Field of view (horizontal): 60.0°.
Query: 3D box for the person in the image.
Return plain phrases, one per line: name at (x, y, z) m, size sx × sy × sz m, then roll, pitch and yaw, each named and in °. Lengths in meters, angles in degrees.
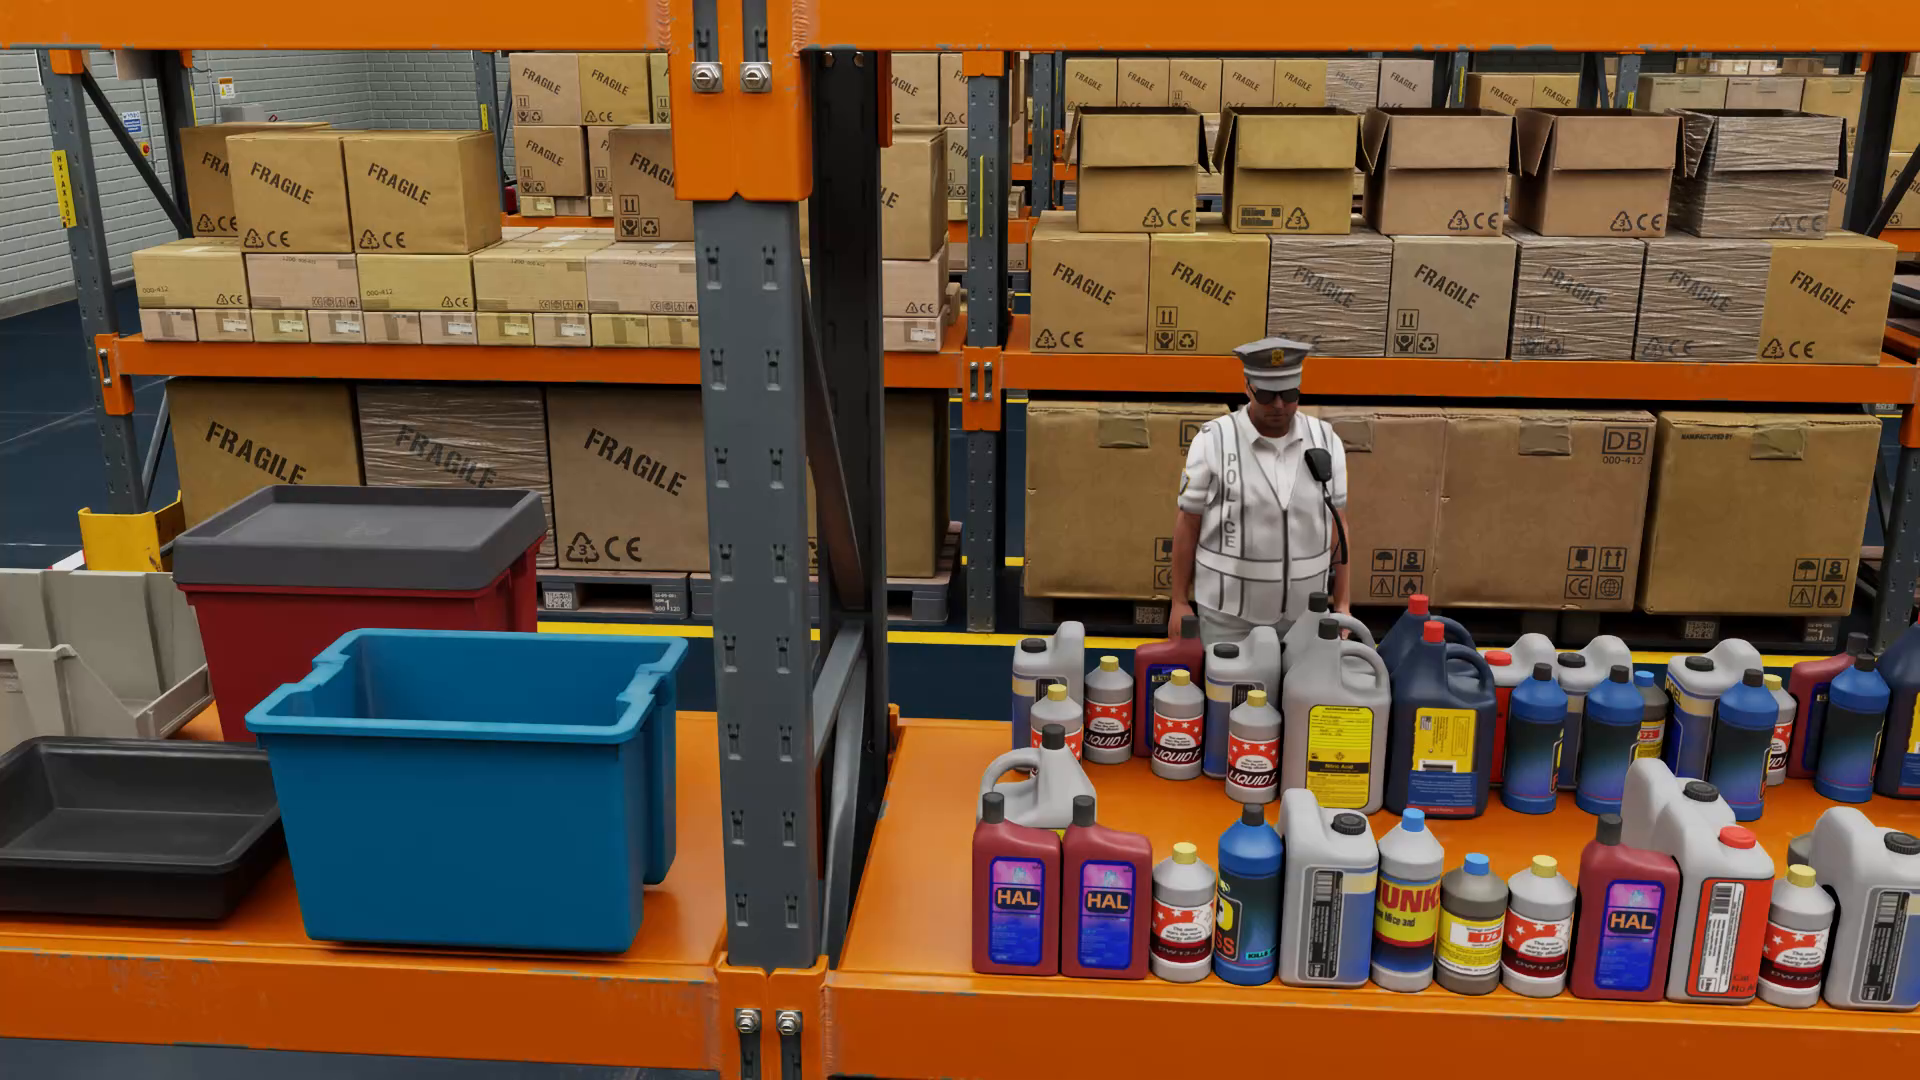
person at (0.995, 0.243, 5.245) m, size 0.569 × 1.742 × 0.685 m, roll -4°, pitch 18°, yaw -13°
